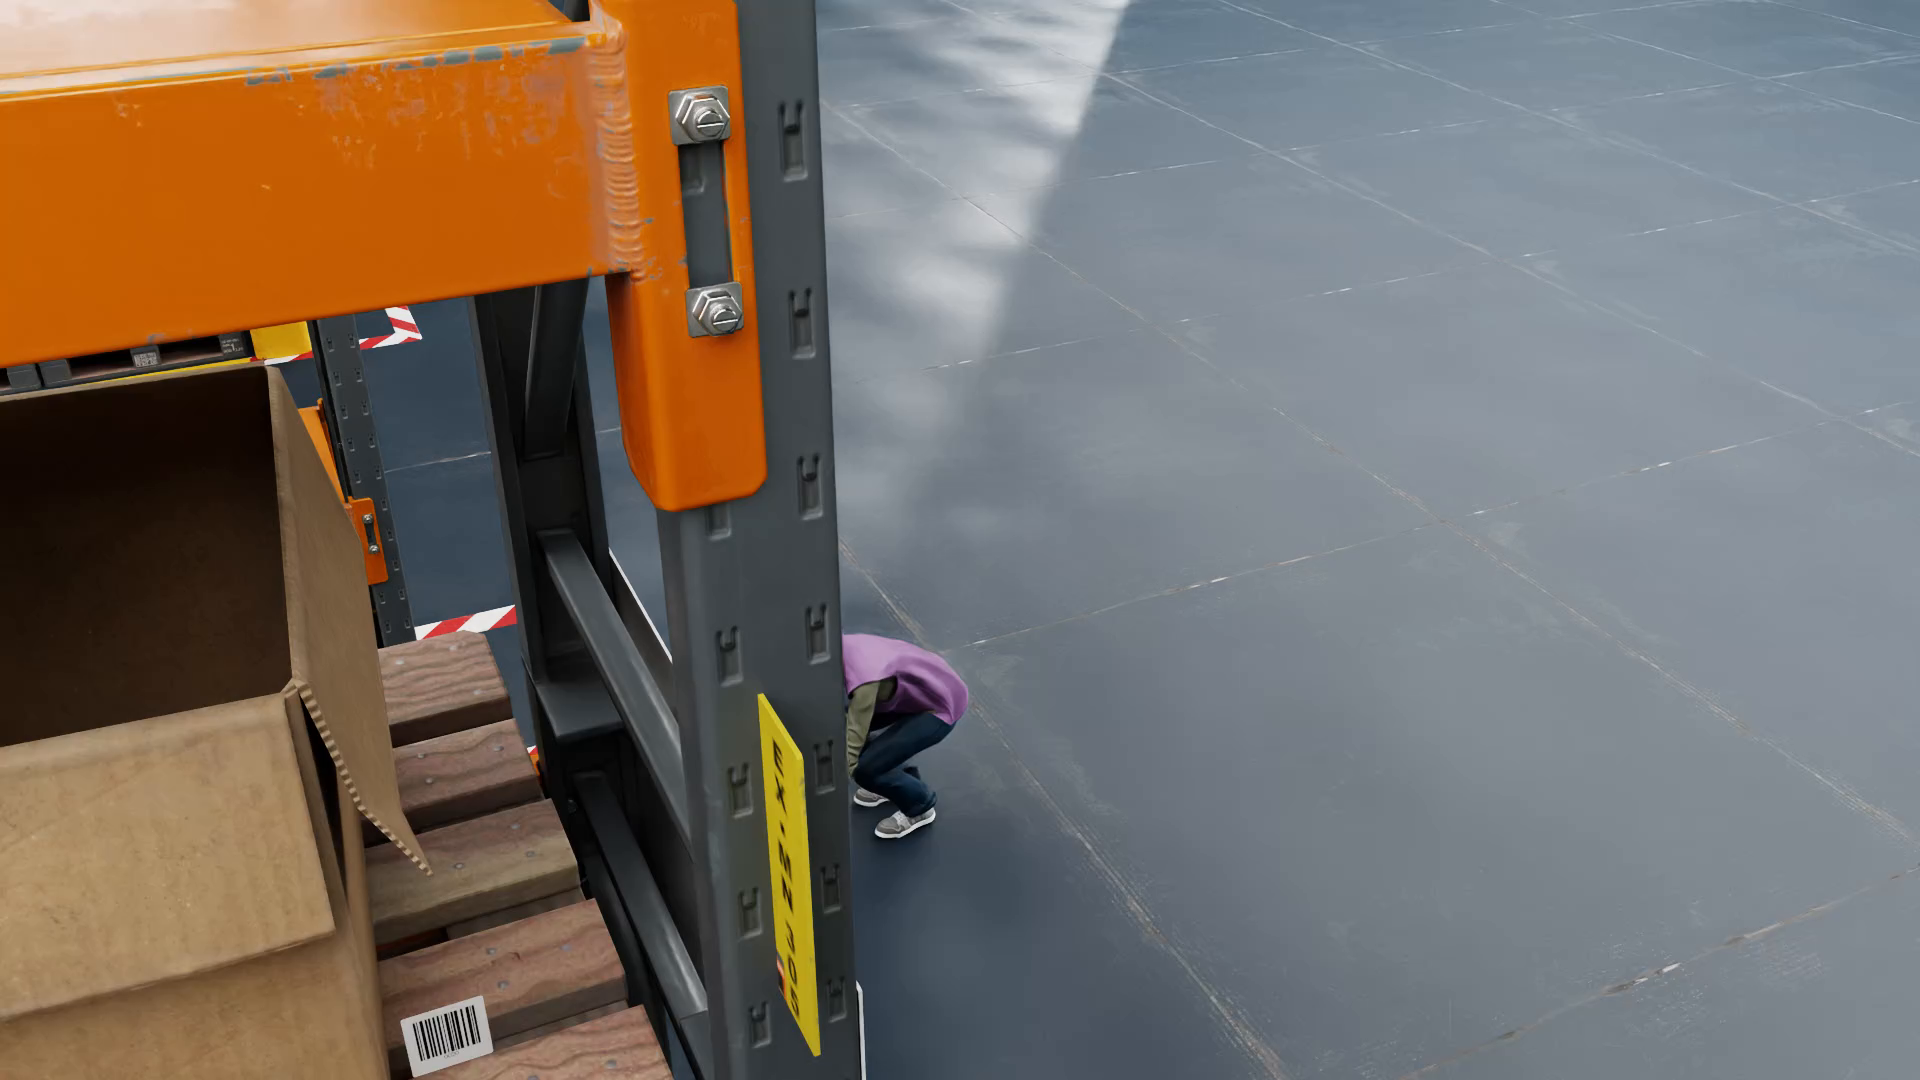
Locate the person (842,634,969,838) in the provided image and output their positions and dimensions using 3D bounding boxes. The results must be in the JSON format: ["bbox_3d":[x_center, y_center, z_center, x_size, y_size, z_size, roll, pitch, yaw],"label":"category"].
[{"bbox_3d":[-0.330,0.723,6.508,0.780,0.973,0.453,-13,32,-22],"label":"person"}]
